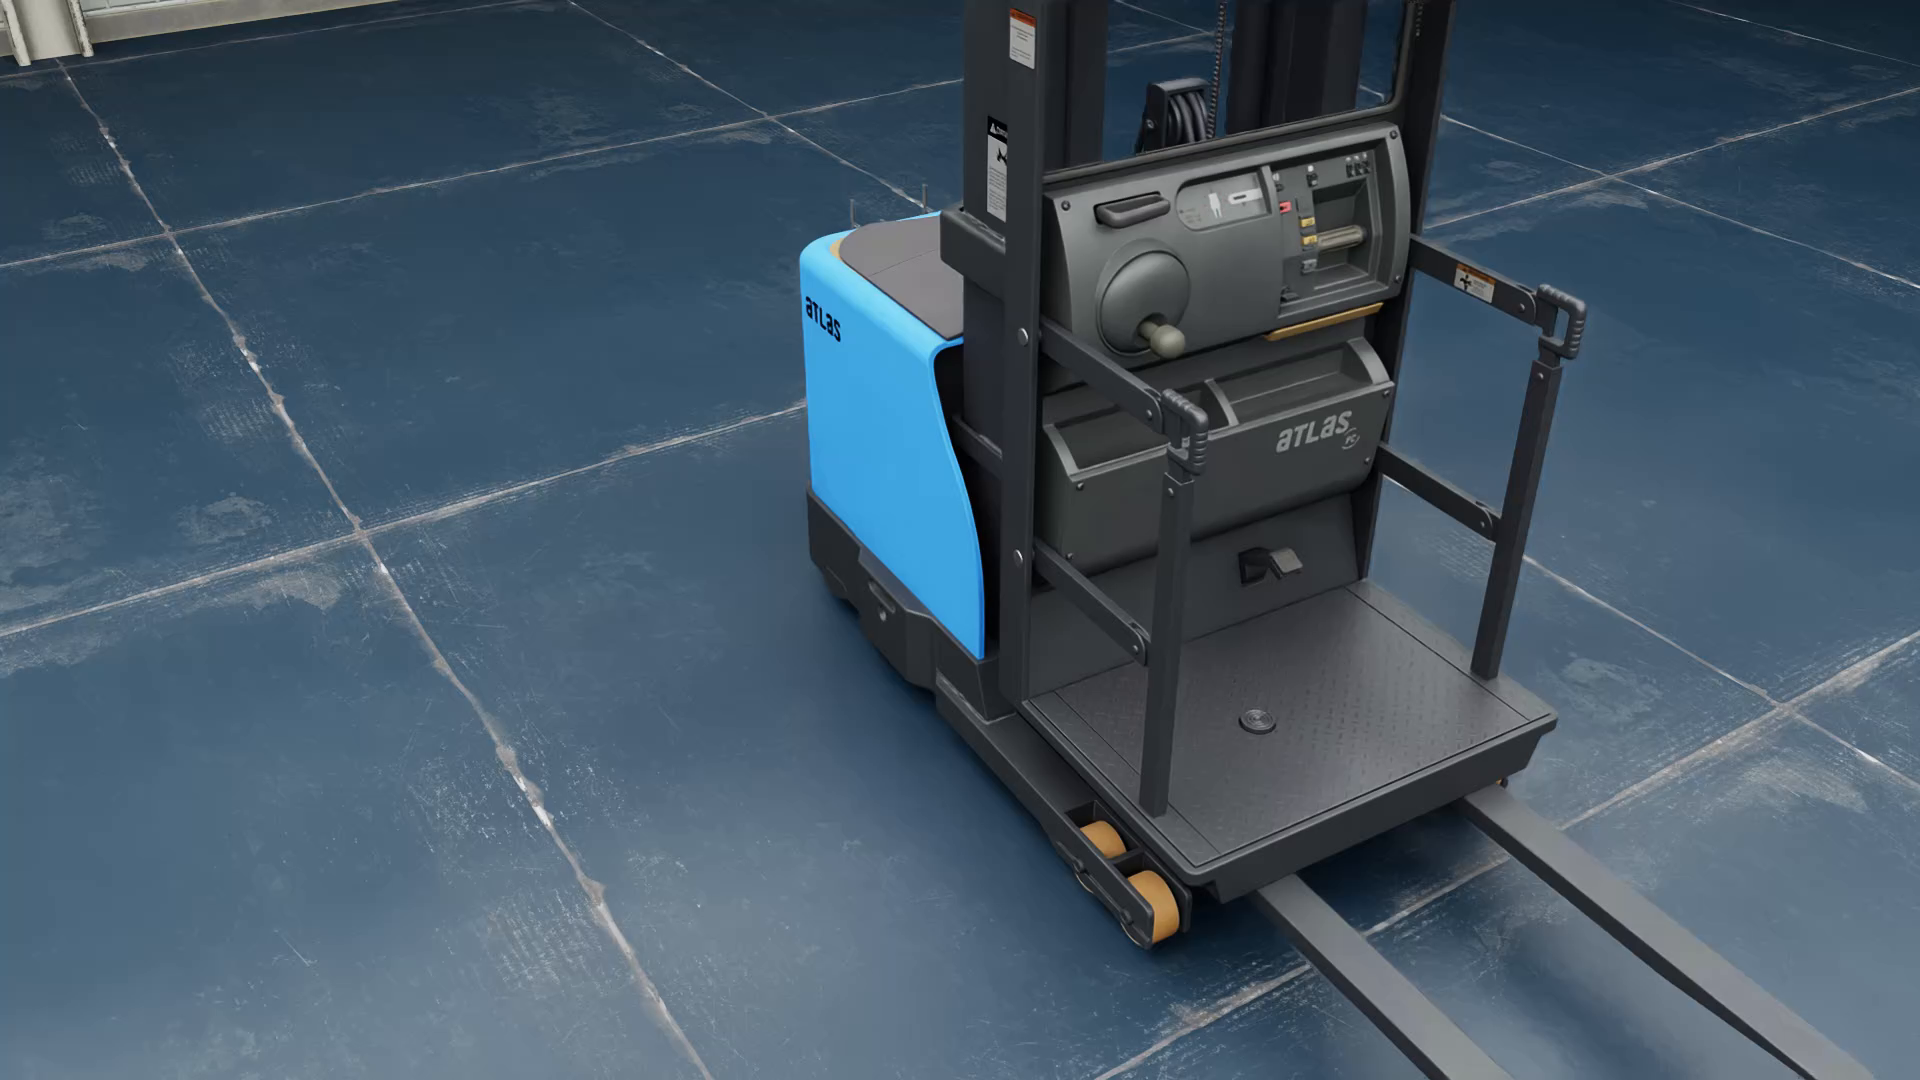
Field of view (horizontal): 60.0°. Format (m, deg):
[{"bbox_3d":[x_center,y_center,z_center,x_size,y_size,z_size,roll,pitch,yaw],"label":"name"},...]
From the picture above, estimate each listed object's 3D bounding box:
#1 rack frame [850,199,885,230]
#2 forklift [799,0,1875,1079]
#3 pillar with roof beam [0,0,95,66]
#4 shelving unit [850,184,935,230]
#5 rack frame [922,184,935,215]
[{"bbox_3d":[-0.268,-0.507,5.070,0.008,1.050,0.200,-18,36,-26],"label":"rack frame"},{"bbox_3d":[0.716,-0.600,3.453,1.130,2.935,3.031,-17,36,-25],"label":"forklift"},{"bbox_3d":[-2.996,-4.730,4.315,0.400,9.000,9.100,-19,37,-27],"label":"pillar with roof beam"},{"bbox_3d":[-0.163,-0.540,5.123,0.252,1.050,0.215,-18,36,-26],"label":"shelving unit"},{"bbox_3d":[-0.058,-0.574,5.176,0.008,1.050,0.200,-18,36,-26],"label":"rack frame"}]
